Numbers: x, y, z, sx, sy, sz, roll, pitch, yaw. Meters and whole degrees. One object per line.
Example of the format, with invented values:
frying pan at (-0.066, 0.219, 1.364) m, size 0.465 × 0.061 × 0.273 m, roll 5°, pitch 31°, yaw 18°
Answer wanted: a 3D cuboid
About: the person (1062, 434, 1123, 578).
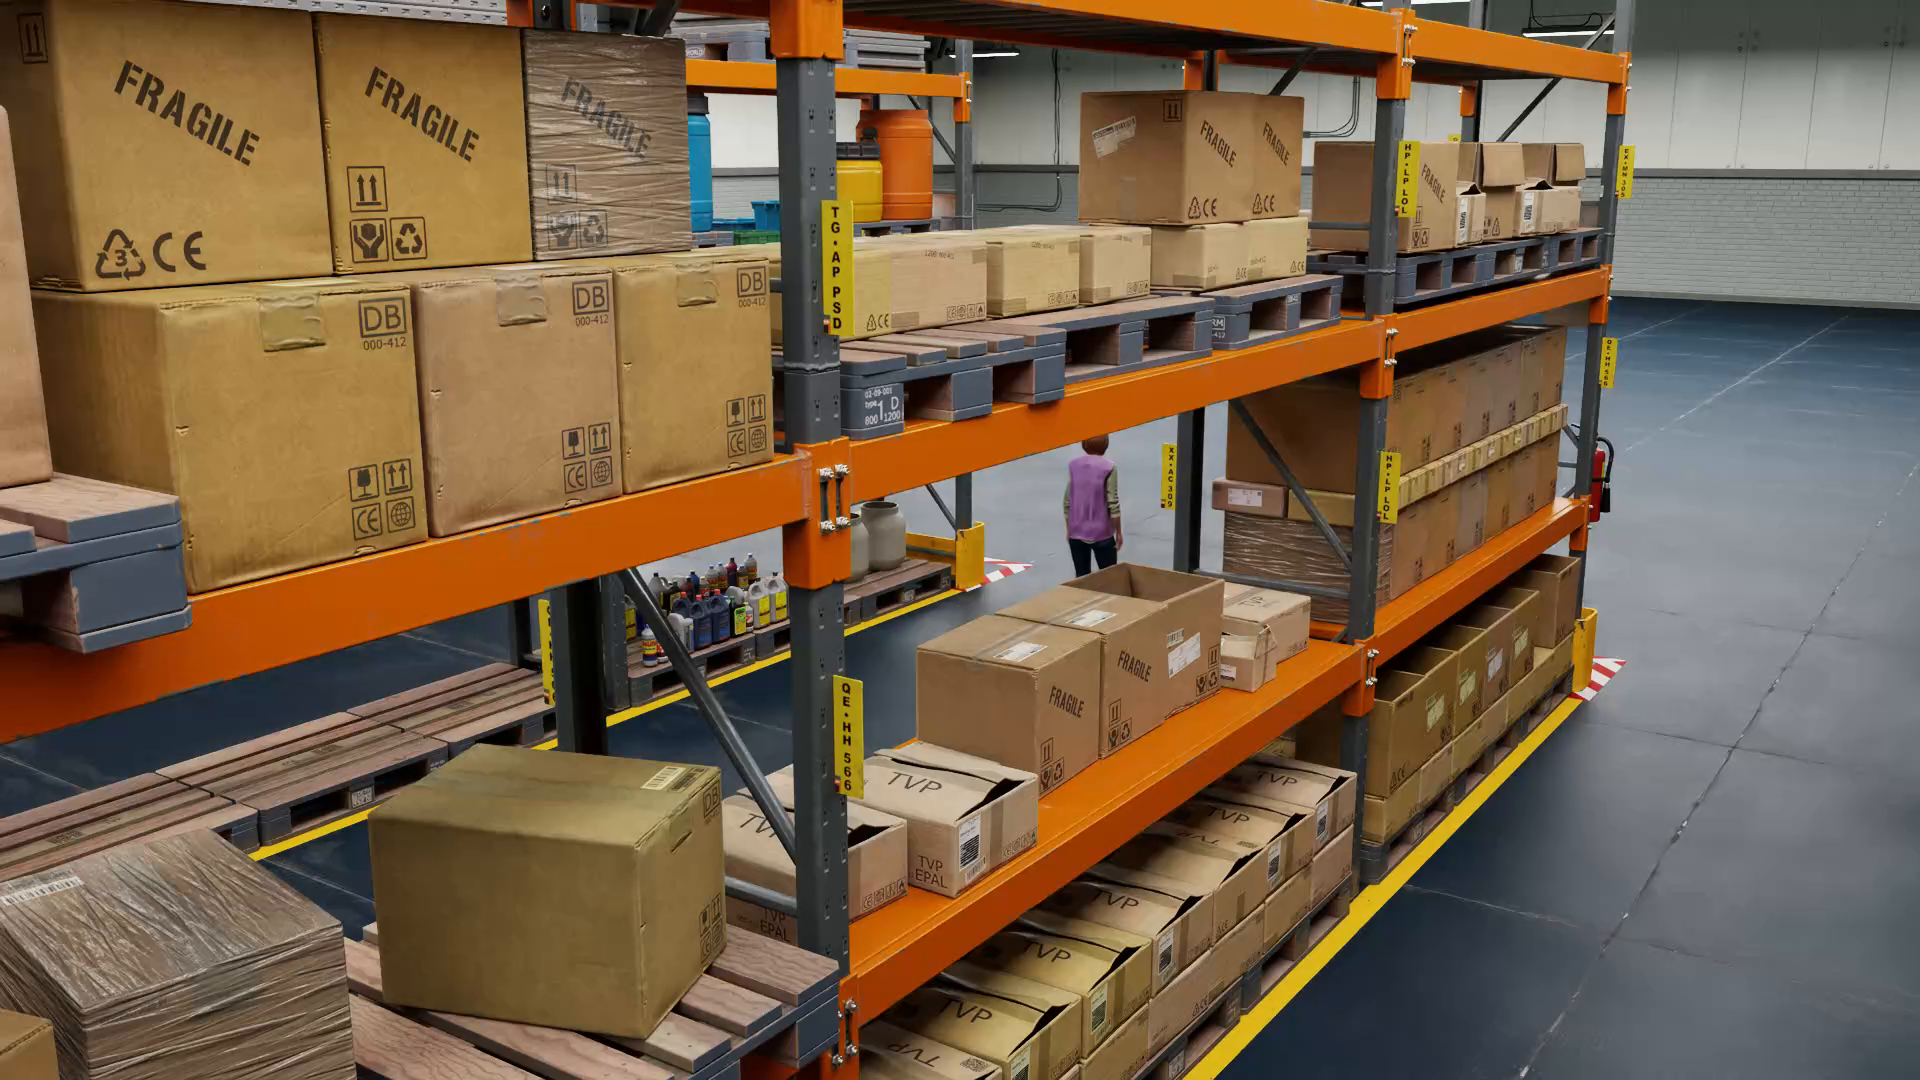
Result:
person at (0.976, -0.037, 12.170) m, size 0.472 × 1.592 × 0.347 m, roll 8°, pitch 15°, yaw 30°
